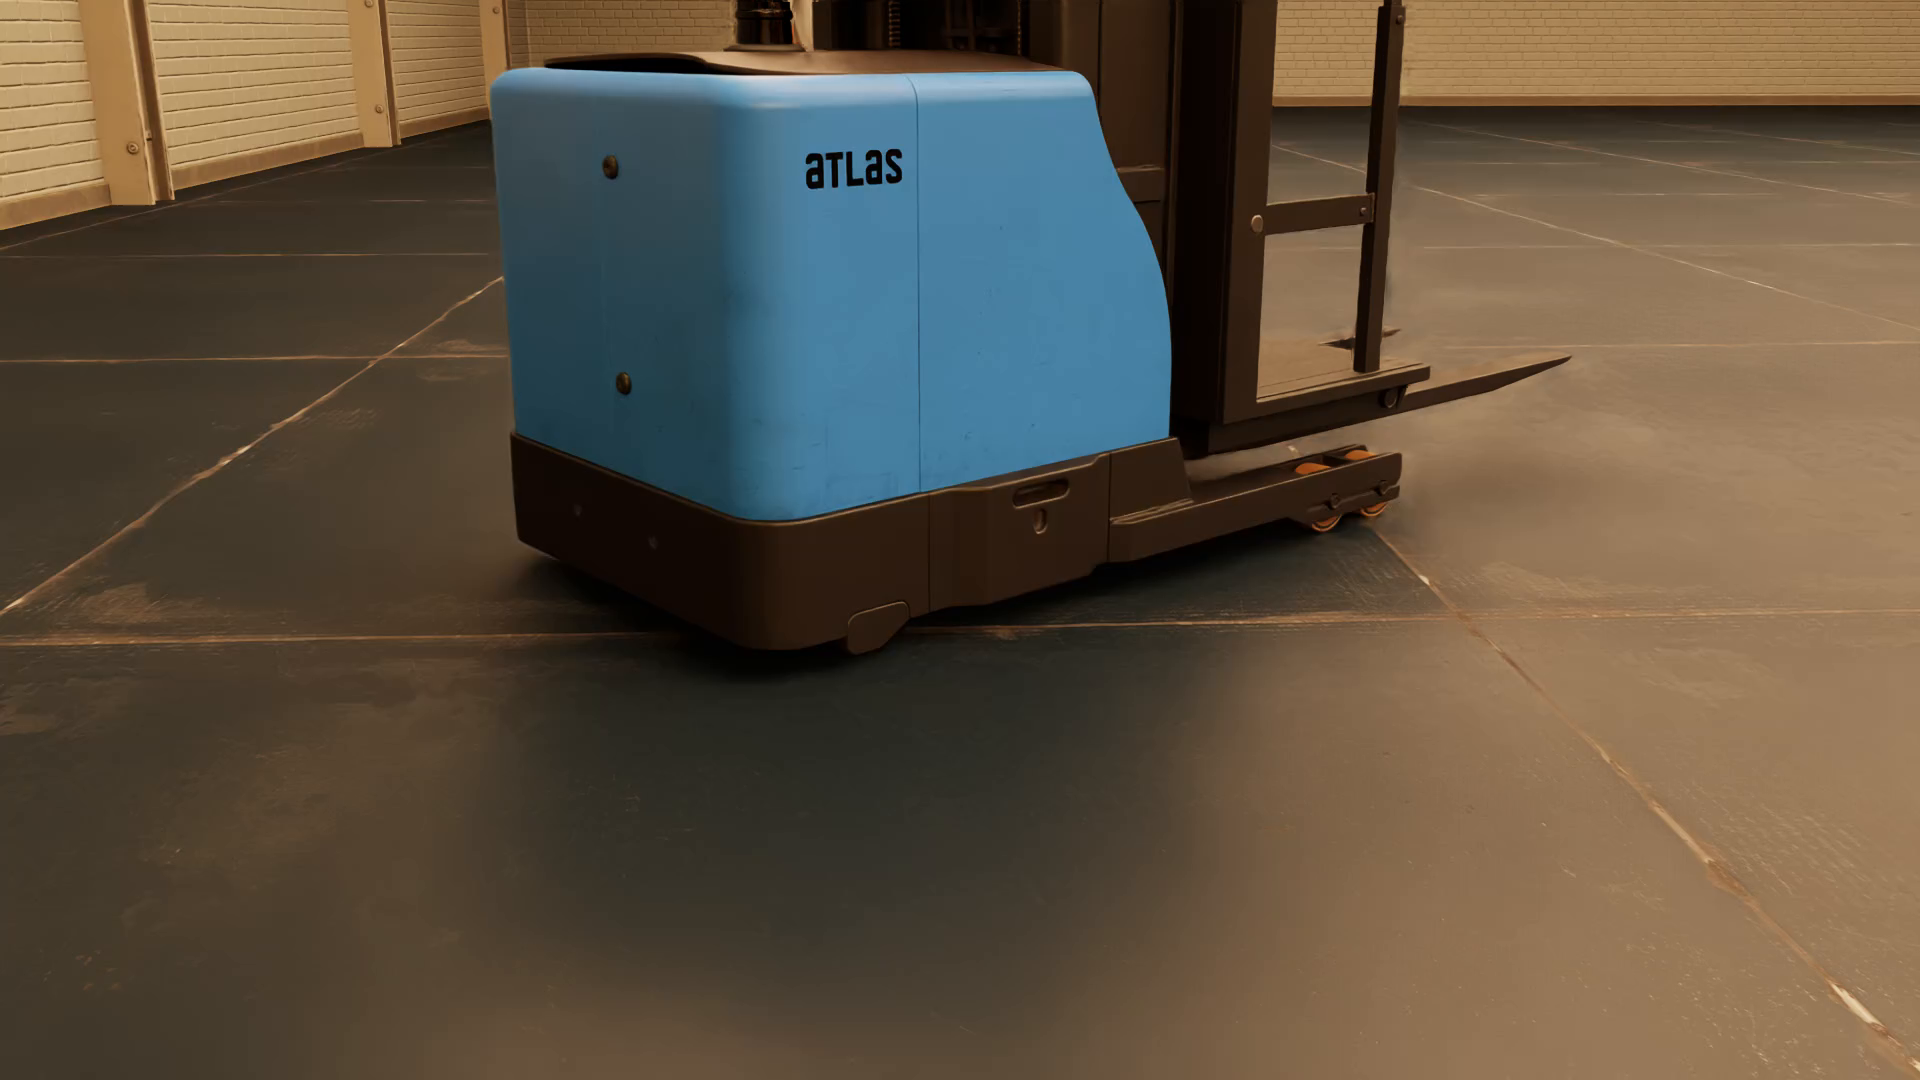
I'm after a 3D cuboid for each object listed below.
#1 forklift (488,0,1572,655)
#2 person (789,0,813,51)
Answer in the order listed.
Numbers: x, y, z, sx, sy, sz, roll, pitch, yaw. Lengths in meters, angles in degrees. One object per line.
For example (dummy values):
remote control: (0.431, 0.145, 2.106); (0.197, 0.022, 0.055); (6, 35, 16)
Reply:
forklift: (0.459, -1.524, 3.889); (3.031, 2.935, 1.130); (-14, 22, -39)
person: (-0.518, -1.746, 6.771); (0.495, 1.671, 0.363); (-3, 17, -9)
